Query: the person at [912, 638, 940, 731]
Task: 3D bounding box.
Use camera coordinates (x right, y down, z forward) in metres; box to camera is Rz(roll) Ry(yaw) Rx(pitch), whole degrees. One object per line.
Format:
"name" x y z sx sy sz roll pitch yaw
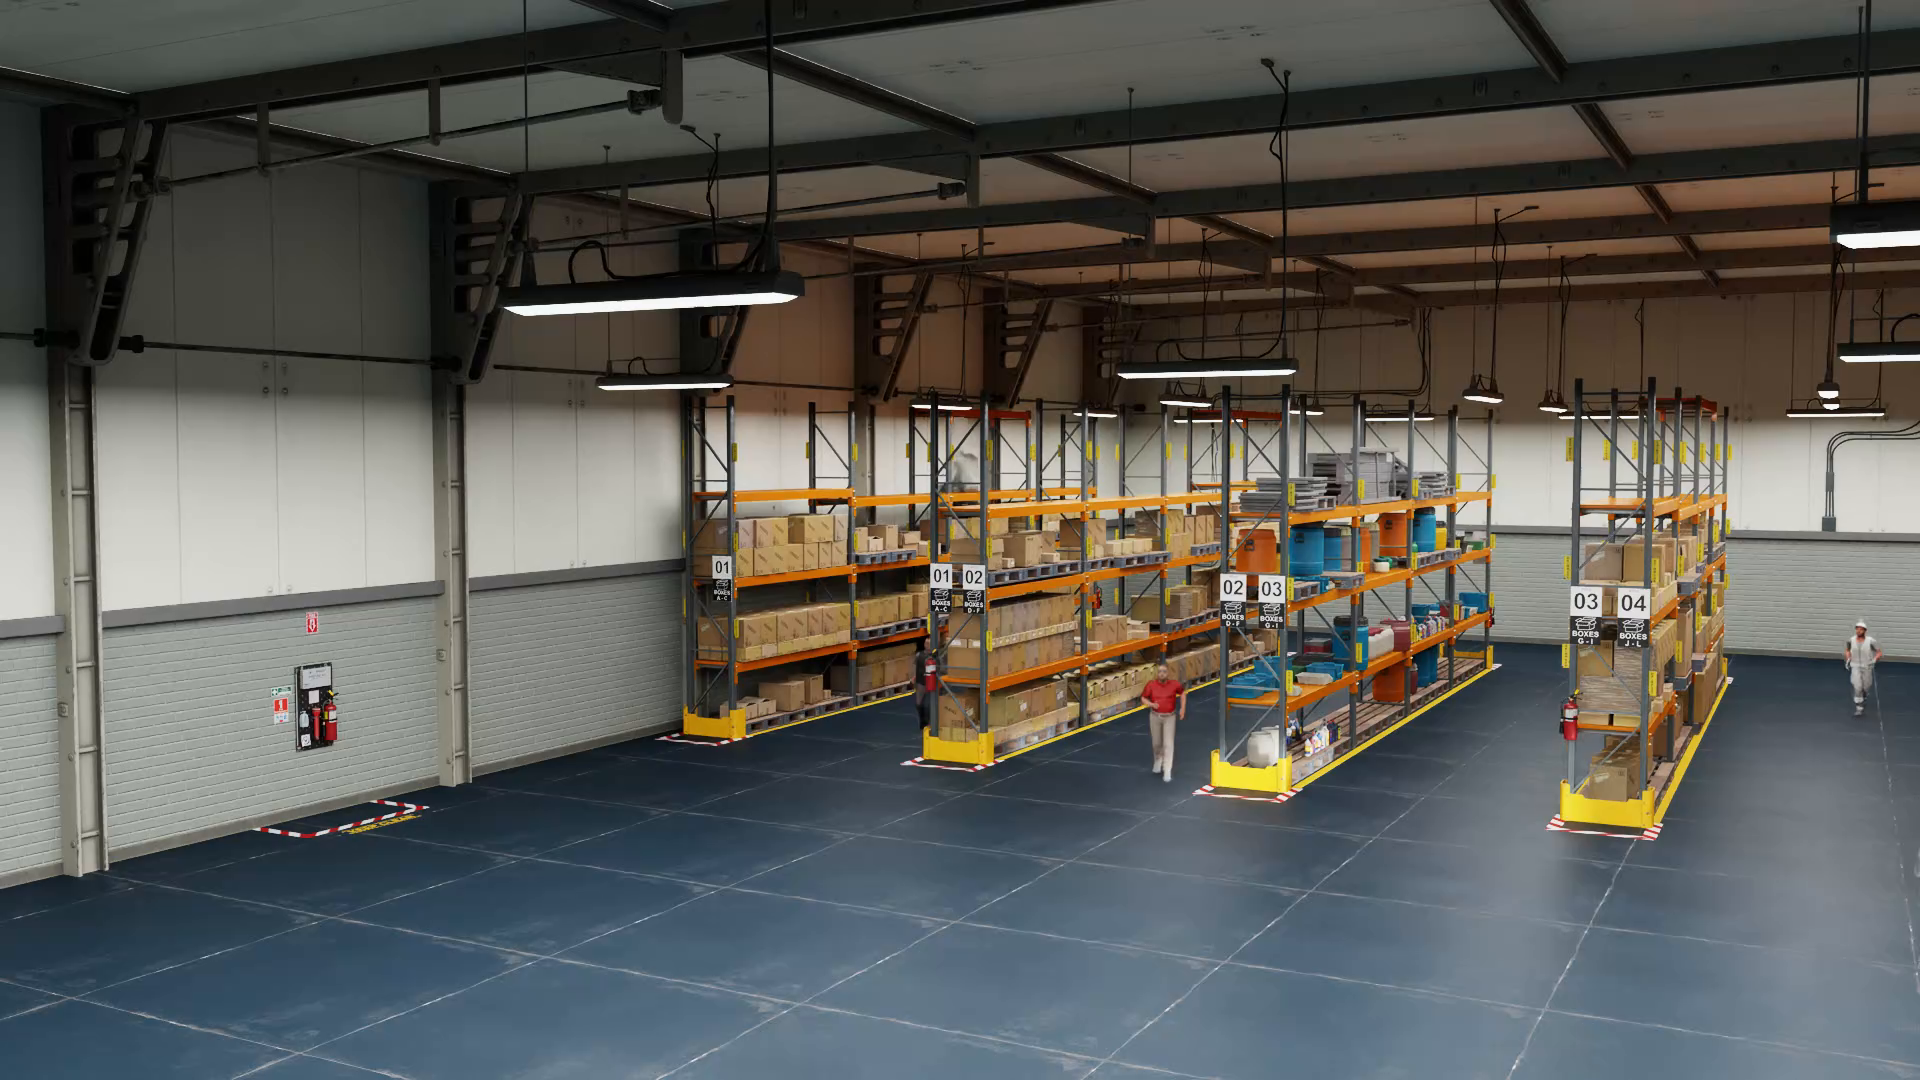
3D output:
"person" -0.614 2.582 29.614 0.520 1.684 0.644 1 3 13

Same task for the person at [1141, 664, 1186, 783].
"person" 3.126 2.799 25.611 0.679 1.791 0.832 1 3 10

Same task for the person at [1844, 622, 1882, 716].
"person" 17.257 2.457 31.806 0.650 1.768 0.722 2 4 37
